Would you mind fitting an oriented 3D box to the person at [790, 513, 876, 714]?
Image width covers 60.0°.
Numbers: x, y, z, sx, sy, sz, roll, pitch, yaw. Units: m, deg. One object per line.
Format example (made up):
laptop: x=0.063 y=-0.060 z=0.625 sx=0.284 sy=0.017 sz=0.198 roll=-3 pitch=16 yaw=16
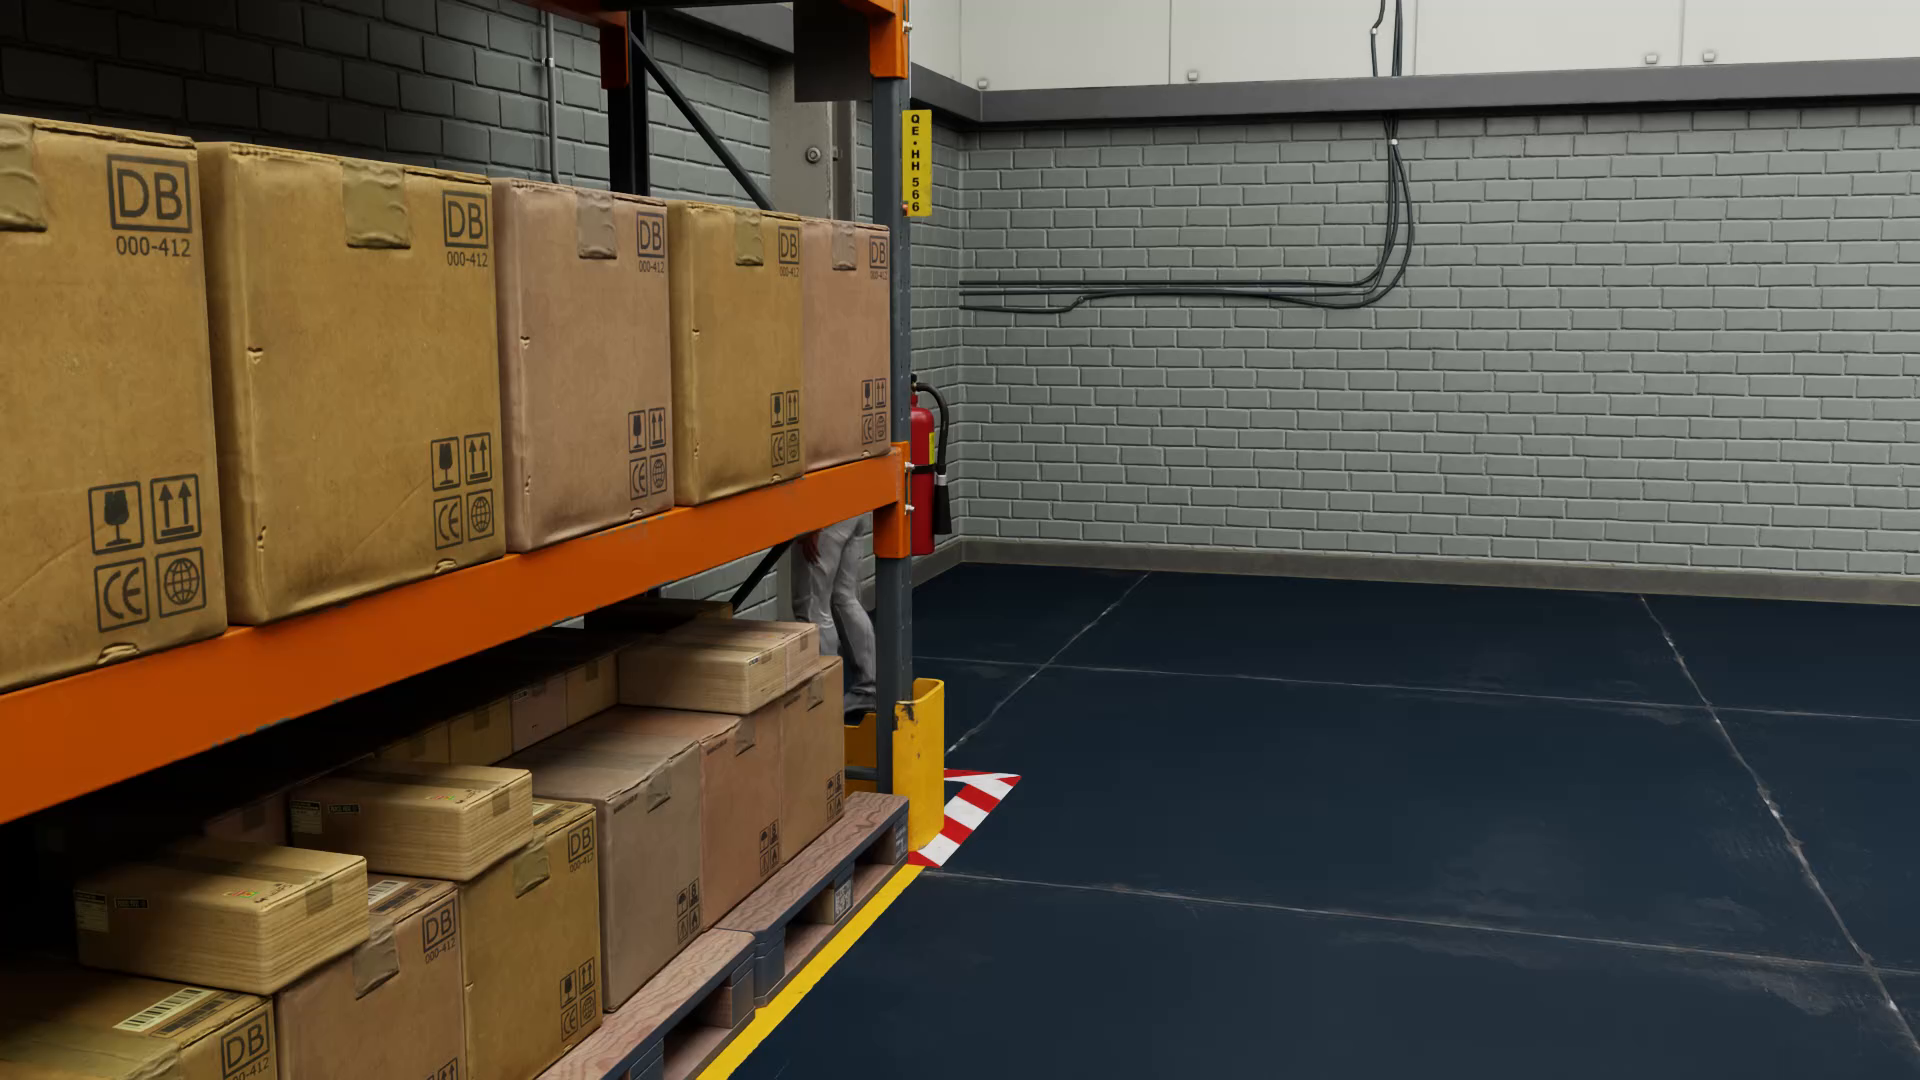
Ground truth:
person: x=-0.565 y=-0.114 z=6.977 sx=0.518 sy=1.773 sz=0.587 roll=2 pitch=8 yaw=12
